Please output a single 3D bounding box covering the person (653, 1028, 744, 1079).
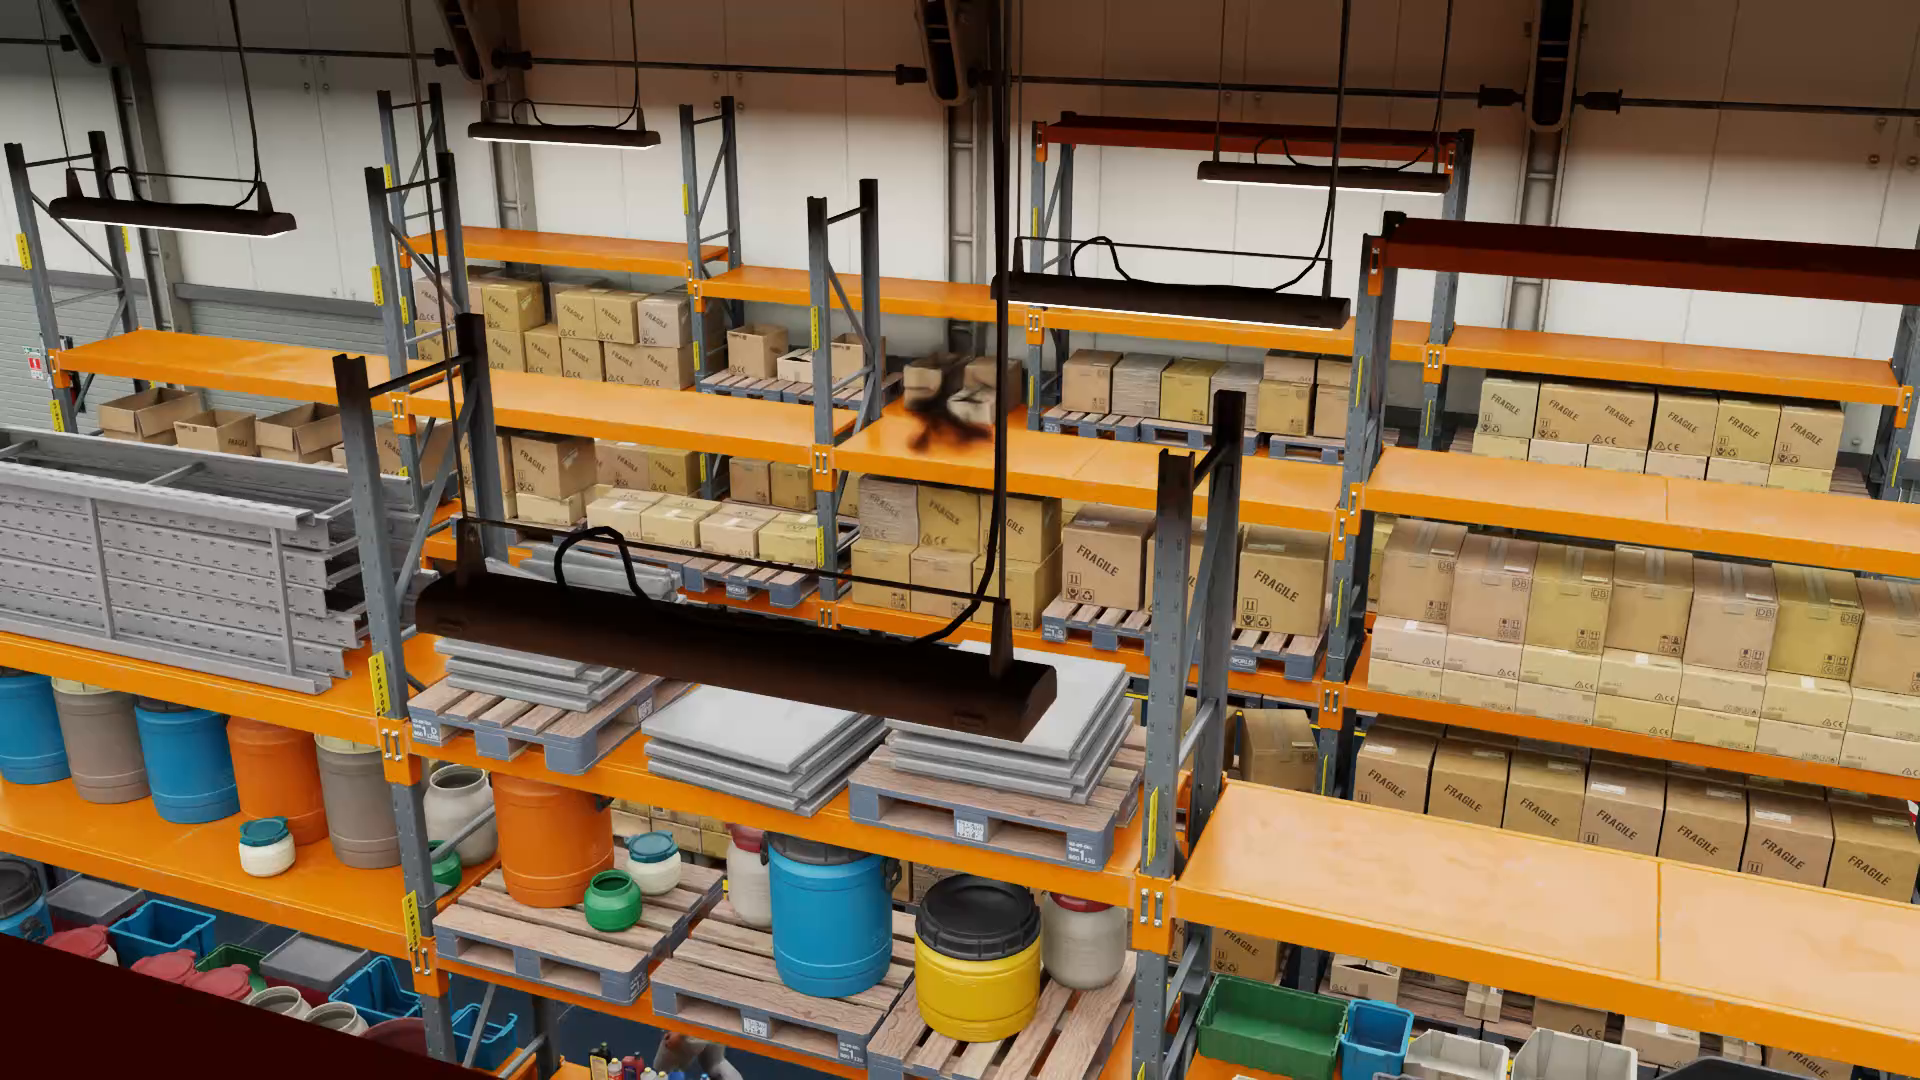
[{"bbox_3d":[-1.806,3.282,11.212,0.964,1.788,0.656,8,22,19],"label":"person"}]
